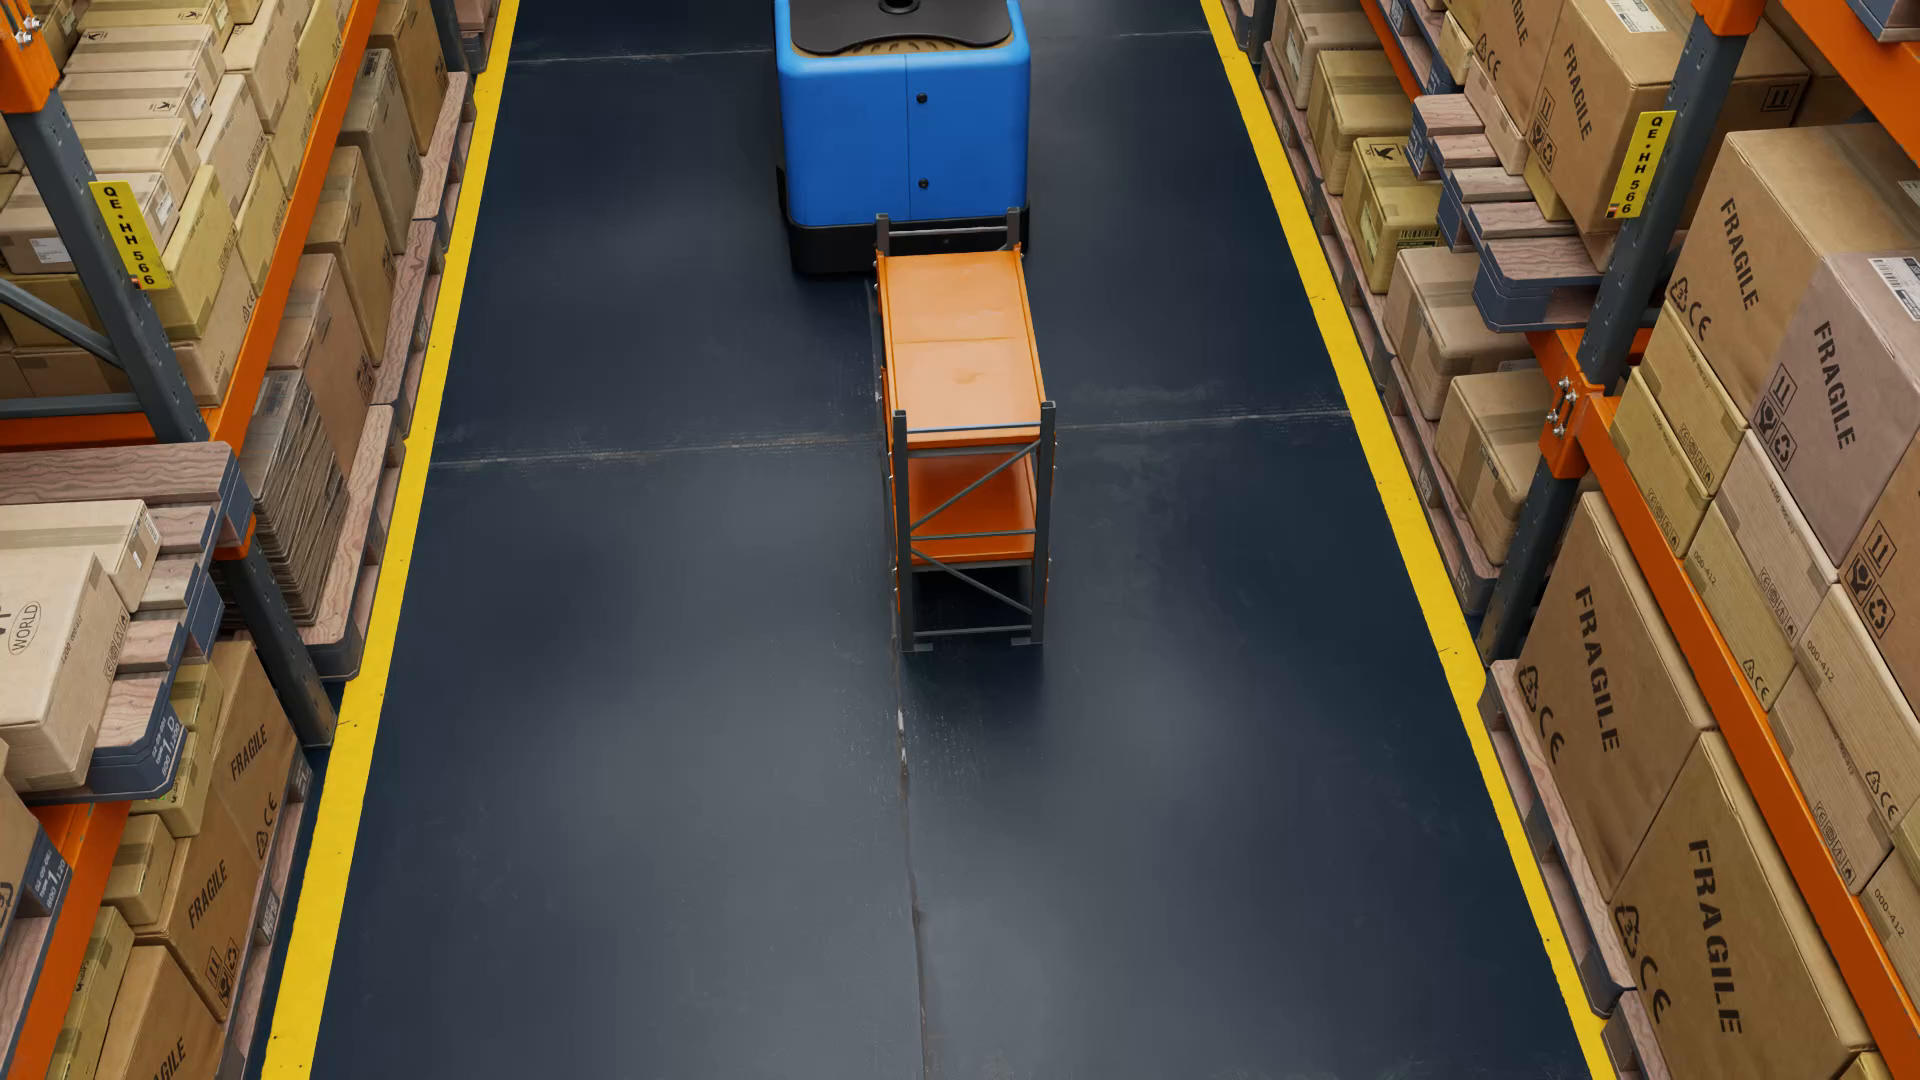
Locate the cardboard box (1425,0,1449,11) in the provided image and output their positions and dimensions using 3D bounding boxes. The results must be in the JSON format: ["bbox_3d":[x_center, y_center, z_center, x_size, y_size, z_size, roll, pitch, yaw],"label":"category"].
[{"bbox_3d":[1.861,-2.049,6.009,0.380,0.149,0.250,-5,47,-5],"label":"cardboard box"}]

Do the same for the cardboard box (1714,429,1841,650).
[{"bbox_3d":[2.170,-0.017,3.959,0.500,0.250,0.500,-2,47,-2],"label":"cardboard box"}]

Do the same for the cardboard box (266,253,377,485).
[{"bbox_3d":[-2.716,-0.600,6.099,0.875,0.625,0.625,-2,47,-2],"label":"cardboard box"}]

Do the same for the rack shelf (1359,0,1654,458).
[{"bbox_3d":[2.164,-1.852,6.433,1.077,0.370,4.000,-3,47,-3],"label":"rack shelf"}]

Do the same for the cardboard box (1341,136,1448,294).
[{"bbox_3d":[2.166,-1.385,7.016,0.950,0.372,0.625,-2,47,-2],"label":"cardboard box"}]

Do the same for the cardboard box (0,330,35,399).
[{"bbox_3d":[-2.907,-0.606,4.861,0.500,0.250,0.500,-4,47,-4],"label":"cardboard box"}]

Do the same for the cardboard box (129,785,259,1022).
[{"bbox_3d":[-2.334,1.023,4.648,0.500,0.500,0.500,-4,47,-4],"label":"cardboard box"}]

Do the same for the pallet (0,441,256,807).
[{"bbox_3d":[-2.488,0.204,4.123,1.213,0.211,1.003,-3,47,-3],"label":"pallet"}]

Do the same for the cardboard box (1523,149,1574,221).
[{"bbox_3d":[1.975,-1.123,5.131,0.380,0.149,0.250,-3,47,-3],"label":"cardboard box"}]

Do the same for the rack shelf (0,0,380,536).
[{"bbox_3d":[-2.782,-1.548,6.145,1.077,0.370,4.000,-3,47,-3],"label":"rack shelf"}]

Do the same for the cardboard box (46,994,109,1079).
[{"bbox_3d":[-2.291,1.249,3.987,0.380,0.149,0.250,-4,47,-4],"label":"cardboard box"}]

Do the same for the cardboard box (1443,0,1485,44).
[{"bbox_3d":[1.918,-1.984,5.500,0.500,0.500,0.500,-6,47,-6],"label":"cardboard box"}]

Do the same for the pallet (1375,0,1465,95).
[{"bbox_3d":[2.125,-2.016,6.226,1.003,0.211,1.213,-3,47,-3],"label":"pallet"}]

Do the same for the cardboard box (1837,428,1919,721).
[{"bbox_3d":[2.208,0.075,3.356,0.500,0.500,0.500,-2,47,-2],"label":"cardboard box"}]

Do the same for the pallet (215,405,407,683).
[{"bbox_3d":[-2.645,0.013,6.092,1.003,0.211,1.213,-3,47,-3],"label":"pallet"}]

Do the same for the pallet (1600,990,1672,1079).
[{"bbox_3d":[2.421,1.762,4.436,1.003,0.211,1.213,-3,47,-3],"label":"pallet"}]

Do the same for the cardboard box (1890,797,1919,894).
[{"bbox_3d":[2.228,0.712,3.269,0.500,0.250,0.500,-3,47,-3],"label":"cardboard box"}]

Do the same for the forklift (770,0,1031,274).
[{"bbox_3d":[-0.362,-3.245,7.304,1.130,2.935,3.031,-4,47,-4],"label":"forklift"}]

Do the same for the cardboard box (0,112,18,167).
[{"bbox_3d":[-2.938,-1.202,4.807,0.380,0.149,0.250,-4,47,-3],"label":"cardboard box"}]

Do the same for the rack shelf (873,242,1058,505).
[{"bbox_3d":[0.001,-0.583,5.624,0.538,0.278,1.000,-3,47,-3],"label":"rack shelf"}]

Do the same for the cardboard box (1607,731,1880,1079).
[{"bbox_3d":[2.377,1.084,4.331,0.875,0.875,0.875,-3,47,-3],"label":"cardboard box"}]

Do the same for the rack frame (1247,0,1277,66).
[{"bbox_3d":[1.996,-3.546,7.543,1.000,3.000,0.127,-3,47,-3],"label":"rack frame"}]

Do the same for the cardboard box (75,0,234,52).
[{"bbox_3d":[-2.504,-1.600,5.183,0.380,0.149,0.250,-3,47,-3],"label":"cardboard box"}]

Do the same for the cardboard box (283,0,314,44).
[{"bbox_3d":[-2.543,-1.914,5.756,0.500,0.250,0.500,-3,47,-3],"label":"cardboard box"}]

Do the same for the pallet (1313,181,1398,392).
[{"bbox_3d":[2.168,-1.140,7.184,1.003,0.211,1.213,-3,47,-3],"label":"pallet"}]

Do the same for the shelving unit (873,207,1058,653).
[{"bbox_3d":[0.001,-0.382,5.837,0.538,1.125,1.048,-3,47,-3],"label":"shelving unit"}]

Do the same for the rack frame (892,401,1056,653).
[{"bbox_3d":[0.043,-0.014,5.489,0.500,1.125,0.032,-3,47,-3],"label":"rack frame"}]

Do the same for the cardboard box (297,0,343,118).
[{"bbox_3d":[-2.537,-1.744,5.939,0.500,0.250,0.500,-2,47,-2],"label":"cardboard box"}]

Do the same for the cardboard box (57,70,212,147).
[{"bbox_3d":[-2.419,-1.231,4.835,0.380,0.149,0.250,-2,47,-2],"label":"cardboard box"}]

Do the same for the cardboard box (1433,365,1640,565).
[{"bbox_3d":[2.294,-0.302,5.991,0.950,0.372,0.625,-6,47,-6],"label":"cardboard box"}]

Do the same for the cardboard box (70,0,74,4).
[{"bbox_3d":[-3.076,-1.745,5.321,0.380,0.149,0.250,-4,47,-4],"label":"cardboard box"}]

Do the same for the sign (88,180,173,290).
[{"bbox_3d":[-2.075,-0.759,4.160,0.100,0.325,0.005,-3,47,-3],"label":"sign"}]

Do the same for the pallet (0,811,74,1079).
[{"bbox_3d":[-2.447,1.125,3.251,1.003,0.211,1.213,-3,47,-3],"label":"pallet"}]

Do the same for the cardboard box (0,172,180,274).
[{"bbox_3d":[-2.348,-0.854,4.477,0.380,0.149,0.250,-2,47,-2],"label":"cardboard box"}]

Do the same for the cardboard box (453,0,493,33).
[{"bbox_3d":[-2.660,-2.811,8.451,0.500,0.250,0.500,-3,47,-3],"label":"cardboard box"}]

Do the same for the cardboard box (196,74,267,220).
[{"bbox_3d":[-2.449,-1.166,5.048,0.500,0.250,0.500,-2,47,-2],"label":"cardboard box"}]

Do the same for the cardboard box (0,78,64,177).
[{"bbox_3d":[-2.974,-1.146,5.029,0.500,0.250,0.500,-3,47,-3],"label":"cardboard box"}]

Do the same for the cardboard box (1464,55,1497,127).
[{"bbox_3d":[1.896,-1.485,5.474,0.380,0.149,0.250,-5,47,-5],"label":"cardboard box"}]

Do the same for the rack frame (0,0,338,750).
[{"bbox_3d":[-2.615,-0.348,4.514,1.000,3.000,0.127,-3,47,-3],"label":"rack frame"}]

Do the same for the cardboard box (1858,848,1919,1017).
[{"bbox_3d":[2.265,0.876,3.458,0.500,0.250,0.500,-3,47,-3],"label":"cardboard box"}]

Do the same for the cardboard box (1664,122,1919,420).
[{"bbox_3d":[2.129,-0.659,4.050,0.500,0.500,0.500,-5,47,-5],"label":"cardboard box"}]

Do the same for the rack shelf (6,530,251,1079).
[{"bbox_3d":[-2.447,1.346,3.404,1.077,0.370,4.000,-3,47,-3],"label":"rack shelf"}]

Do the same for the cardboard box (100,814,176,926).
[{"bbox_3d":[-2.289,0.875,4.341,0.380,0.149,0.250,-5,47,-5],"label":"cardboard box"}]

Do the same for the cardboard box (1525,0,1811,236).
[{"bbox_3d":[2.016,-1.245,4.801,0.500,0.500,0.500,-5,47,-4],"label":"cardboard box"}]

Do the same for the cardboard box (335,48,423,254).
[{"bbox_3d":[-2.838,-1.631,7.075,0.875,0.625,0.625,-4,47,-4],"label":"cardboard box"}]

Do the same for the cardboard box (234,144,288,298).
[{"bbox_3d":[-2.446,-0.996,5.231,0.500,0.250,0.500,-4,47,-4],"label":"cardboard box"}]

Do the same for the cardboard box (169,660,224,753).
[{"bbox_3d":[-2.321,0.486,4.709,0.380,0.149,0.250,-6,47,-5],"label":"cardboard box"}]

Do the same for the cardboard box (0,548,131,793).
[{"bbox_3d":[-2.204,0.303,3.711,0.500,0.250,0.500,-5,47,-5],"label":"cardboard box"}]

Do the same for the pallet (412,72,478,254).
[{"bbox_3d":[-2.849,-1.752,7.764,1.003,0.211,1.213,-3,47,-3],"label":"pallet"}]

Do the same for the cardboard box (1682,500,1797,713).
[{"bbox_3d":[2.182,0.139,4.156,0.500,0.250,0.500,-5,47,-4],"label":"cardboard box"}]

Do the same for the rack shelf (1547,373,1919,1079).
[{"bbox_3d":[2.499,1.042,3.693,1.077,0.370,4.000,-3,47,-3],"label":"rack shelf"}]

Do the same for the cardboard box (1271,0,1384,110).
[{"bbox_3d":[2.043,-2.408,7.985,0.950,0.372,0.625,-3,47,-3],"label":"cardboard box"}]
